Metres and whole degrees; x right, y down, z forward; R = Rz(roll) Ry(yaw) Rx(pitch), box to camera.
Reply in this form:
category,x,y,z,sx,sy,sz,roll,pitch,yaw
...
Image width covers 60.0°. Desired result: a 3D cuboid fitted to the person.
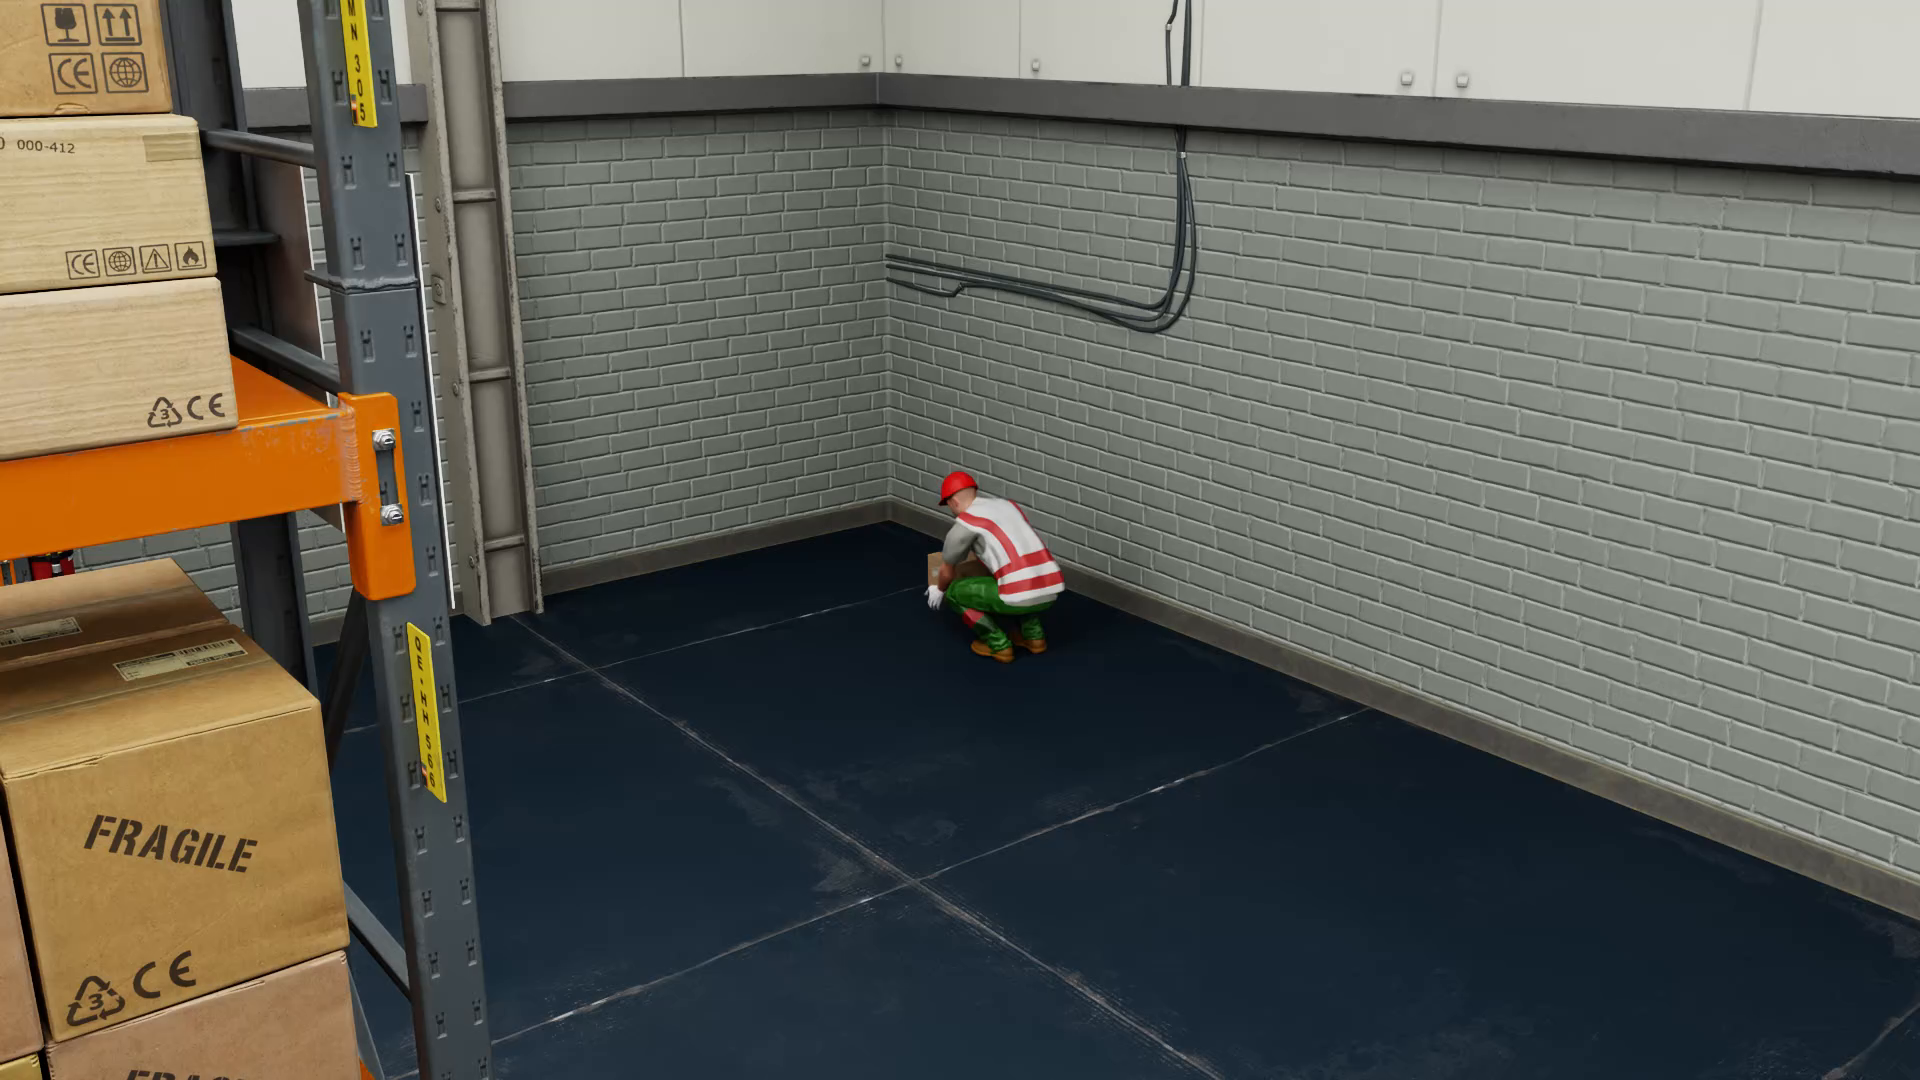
category,x,y,z,sx,sy,sz,roll,pitch,yaw
person,0.187,0.134,9.430,0.555,0.989,0.880,-14,22,-37
